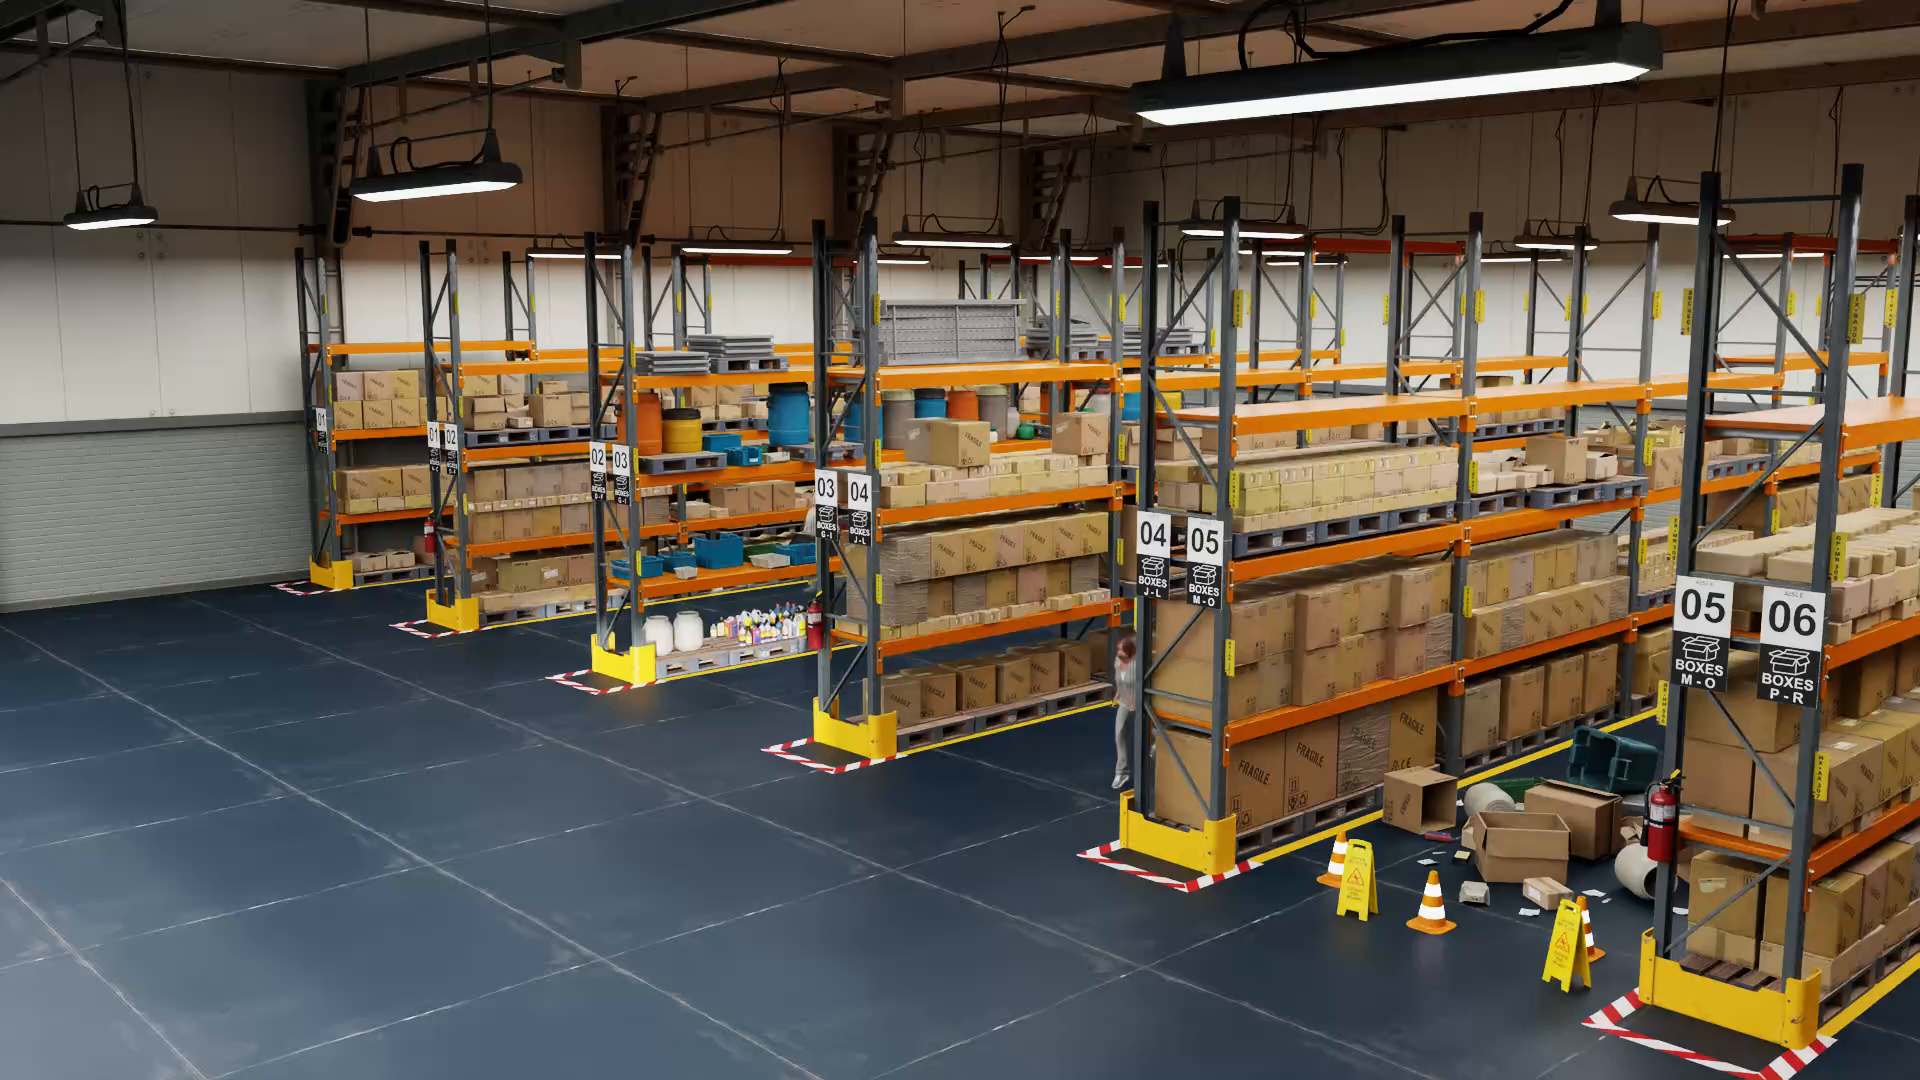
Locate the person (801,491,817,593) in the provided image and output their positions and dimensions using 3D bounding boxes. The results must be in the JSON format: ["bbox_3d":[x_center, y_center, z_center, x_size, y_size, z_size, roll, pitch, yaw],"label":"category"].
[{"bbox_3d":[-2.359,0.014,27.556,0.625,1.665,0.658,7,11,38],"label":"person"}]

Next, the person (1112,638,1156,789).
[{"bbox_3d":[1.885,1.800,17.846,0.537,1.586,0.968,6,10,35],"label":"person"}]
